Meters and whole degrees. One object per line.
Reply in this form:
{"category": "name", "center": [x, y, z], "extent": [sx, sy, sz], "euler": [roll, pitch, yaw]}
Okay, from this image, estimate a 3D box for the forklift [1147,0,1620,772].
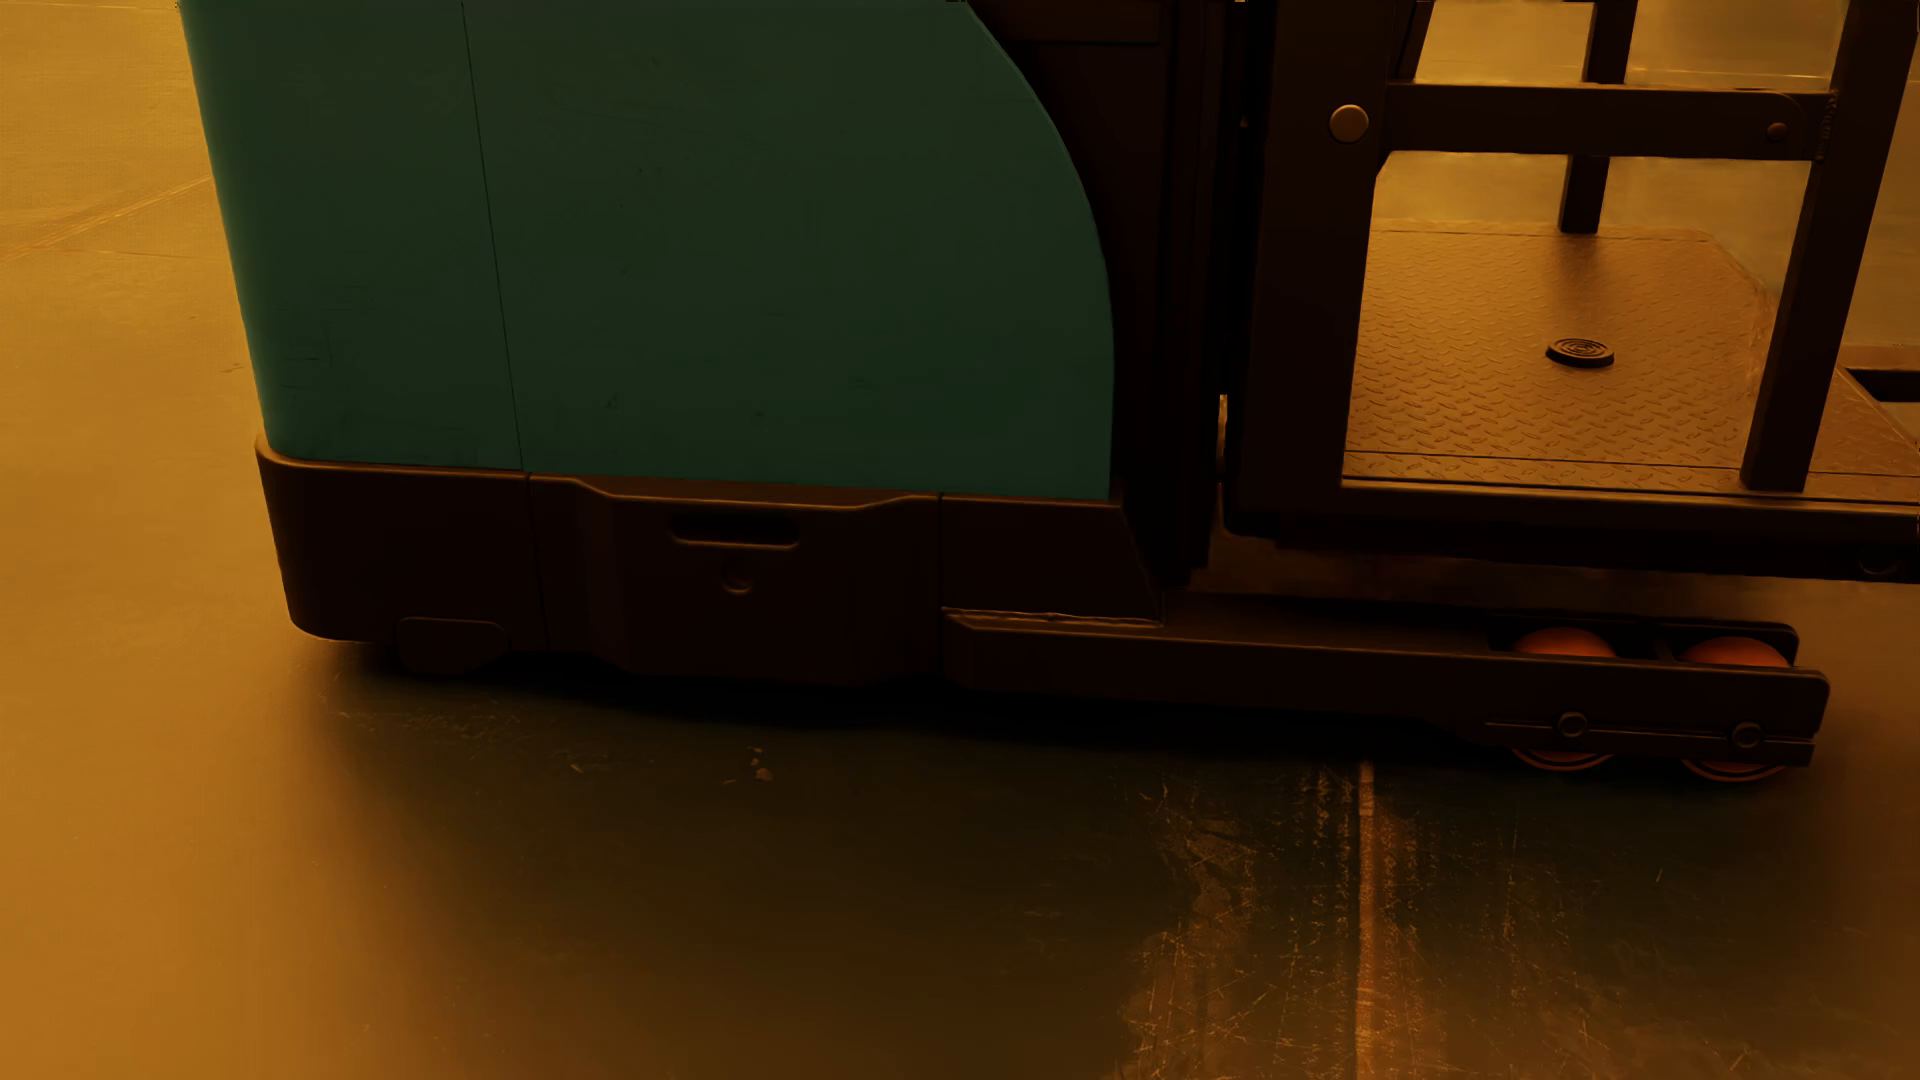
{"category": "forklift", "center": [0.678, -1.278, 1.779], "extent": [3.031, 2.935, 1.121], "euler": [3, 27, 6]}
